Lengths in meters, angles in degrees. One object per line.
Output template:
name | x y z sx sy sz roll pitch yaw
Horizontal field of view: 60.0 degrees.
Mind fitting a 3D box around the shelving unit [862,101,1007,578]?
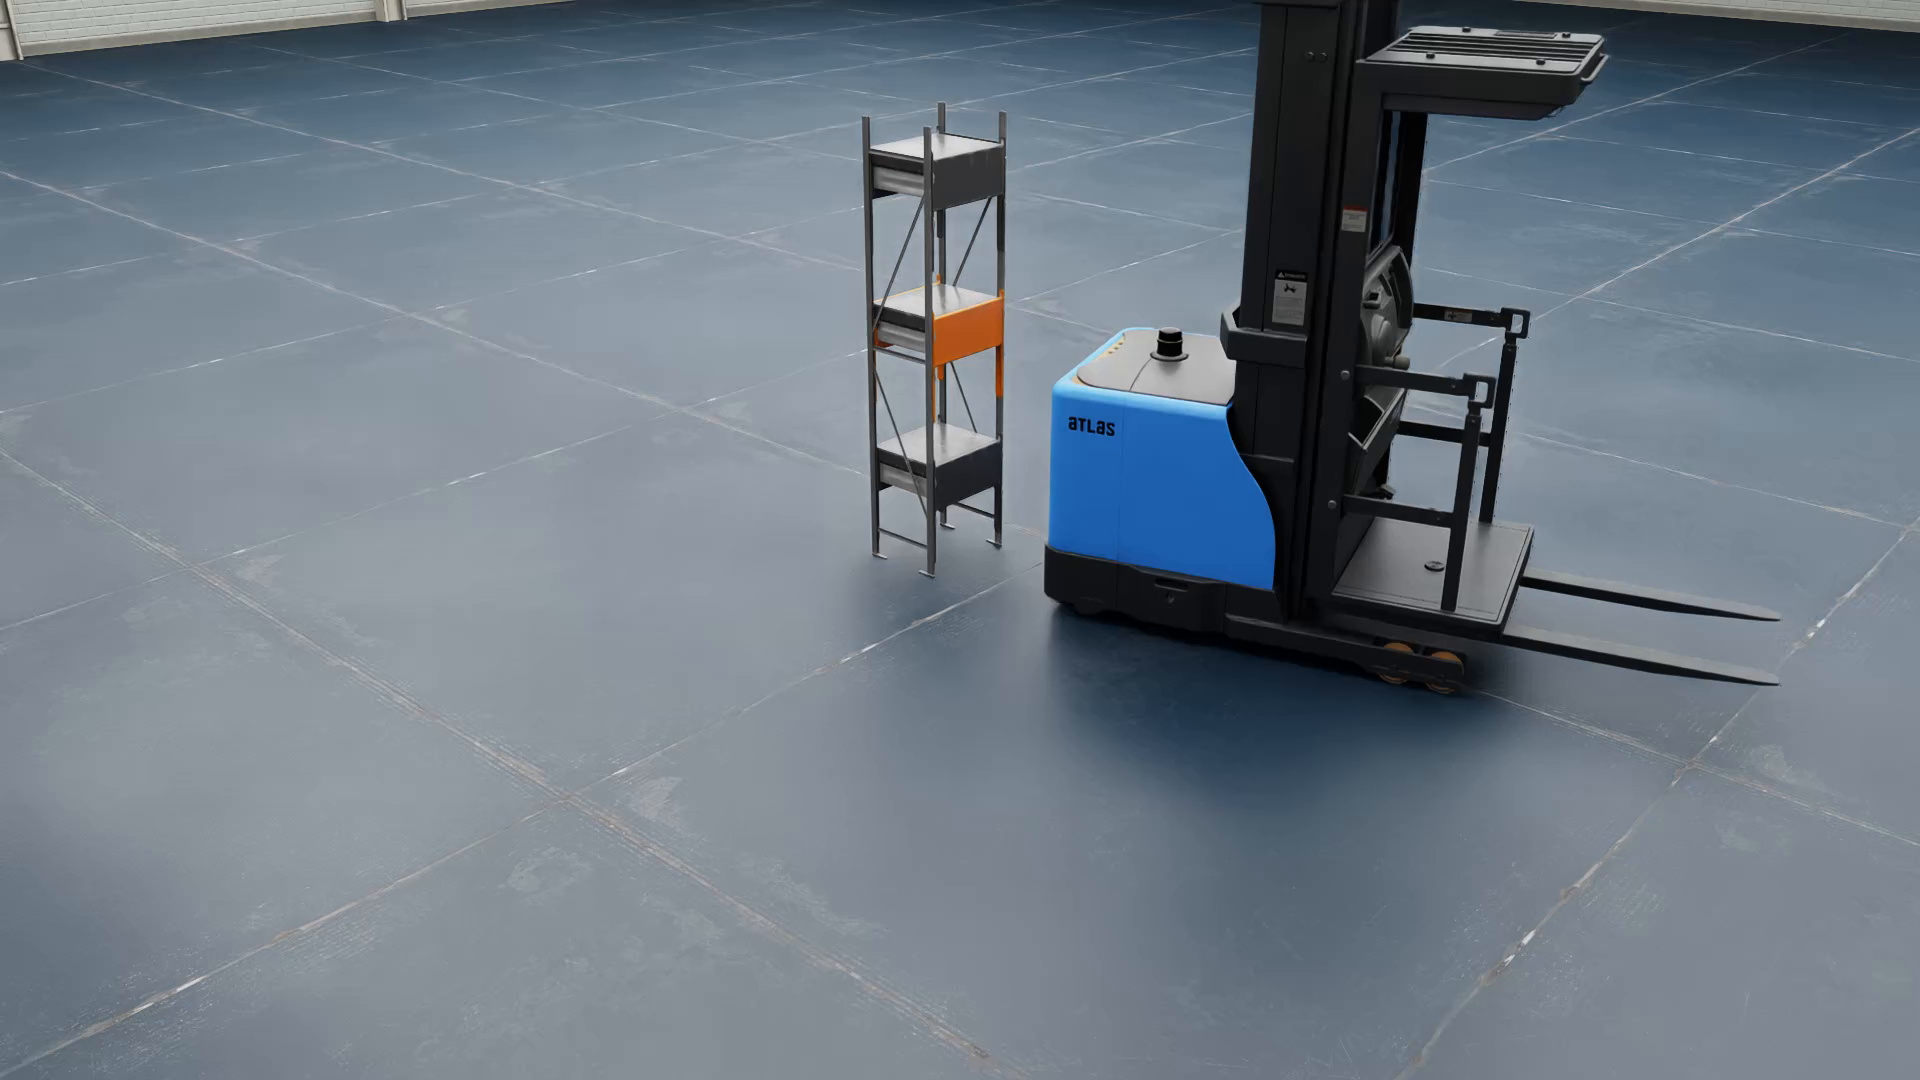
shelving unit | -0.110 -0.908 7.708 0.431 2.100 0.503 20 31 38

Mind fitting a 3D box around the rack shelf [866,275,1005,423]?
rack shelf | -0.110 -0.895 7.714 0.431 0.518 0.480 20 31 38

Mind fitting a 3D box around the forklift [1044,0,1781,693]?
forklift | 1.942 -0.955 6.797 3.031 2.935 1.130 11 26 22

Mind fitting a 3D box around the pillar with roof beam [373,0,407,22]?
pillar with roof beam | -6.111 -11.455 22.799 9.100 9.000 0.400 20 31 38

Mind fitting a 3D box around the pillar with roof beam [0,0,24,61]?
pillar with roof beam | -10.115 -9.627 18.722 9.100 9.000 0.400 20 31 38

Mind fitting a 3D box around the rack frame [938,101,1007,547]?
rack frame | 0.052 -0.982 7.874 0.400 2.100 0.015 20 31 38

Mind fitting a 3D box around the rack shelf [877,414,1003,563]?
rack shelf | -0.110 -0.256 8.000 0.431 0.518 0.480 20 31 38

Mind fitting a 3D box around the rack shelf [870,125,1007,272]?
rack shelf | -0.110 -1.534 7.427 0.431 0.518 0.480 20 31 38

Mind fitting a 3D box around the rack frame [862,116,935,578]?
rack frame | -0.273 -0.833 7.542 0.400 2.100 0.015 20 31 38
